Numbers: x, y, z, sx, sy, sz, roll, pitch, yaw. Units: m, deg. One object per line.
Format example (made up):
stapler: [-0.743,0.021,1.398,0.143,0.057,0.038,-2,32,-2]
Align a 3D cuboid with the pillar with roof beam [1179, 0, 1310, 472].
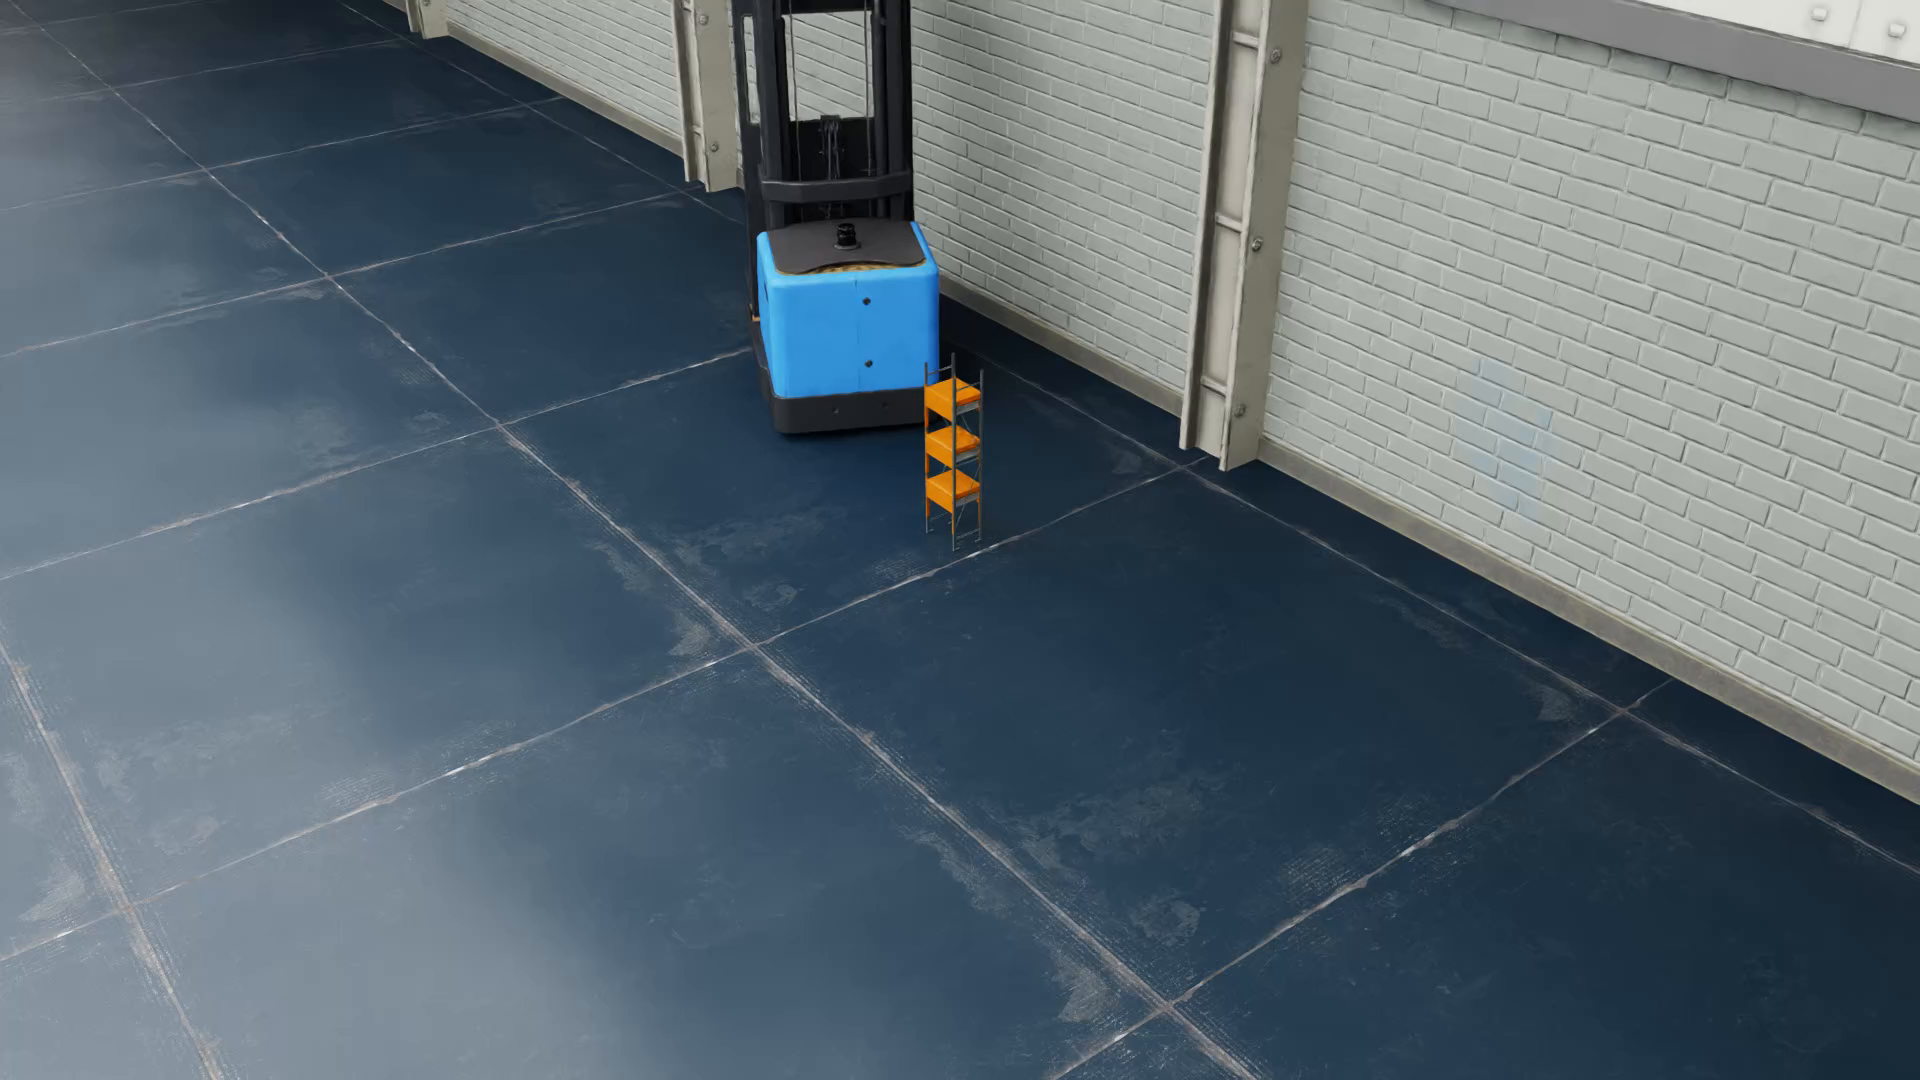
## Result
pillar with roof beam: [-1.823,-2.968,5.499,9.100,9.000,0.400,-22,38,-31]

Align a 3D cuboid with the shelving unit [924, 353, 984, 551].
shelving unit: [-0.033,-0.468,9.009,0.215,1.050,0.252,-22,38,-31]

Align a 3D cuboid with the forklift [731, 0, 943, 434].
forklift: [-0.889,-2.657,10.751,1.130,2.935,3.031,-6,32,-9]

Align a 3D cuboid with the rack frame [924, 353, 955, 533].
rack frame: [-0.108,-0.519,9.091,0.200,1.050,0.008,-22,38,-31]

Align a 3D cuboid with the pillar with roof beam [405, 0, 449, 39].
pillar with roof beam: [-9.181,-7.969,13.551,9.100,9.000,0.400,-22,38,-31]

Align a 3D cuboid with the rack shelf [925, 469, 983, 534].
rack shelf: [-0.033,-0.223,9.161,0.215,0.259,0.240,-22,38,-31]

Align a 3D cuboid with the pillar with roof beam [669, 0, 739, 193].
pillar with roof beam: [-5.502,-5.468,9.525,9.100,9.000,0.400,-22,38,-31]

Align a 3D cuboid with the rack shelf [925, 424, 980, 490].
rack shelf: [-0.033,-0.459,9.014,0.215,0.259,0.240,-22,38,-31]

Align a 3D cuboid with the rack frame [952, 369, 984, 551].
rack frame: [0.042,-0.417,8.927,0.200,1.050,0.008,-22,38,-31]

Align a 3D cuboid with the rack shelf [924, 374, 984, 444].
rack shelf: [-0.033,-0.700,8.865,0.215,0.259,0.240,-22,38,-31]
